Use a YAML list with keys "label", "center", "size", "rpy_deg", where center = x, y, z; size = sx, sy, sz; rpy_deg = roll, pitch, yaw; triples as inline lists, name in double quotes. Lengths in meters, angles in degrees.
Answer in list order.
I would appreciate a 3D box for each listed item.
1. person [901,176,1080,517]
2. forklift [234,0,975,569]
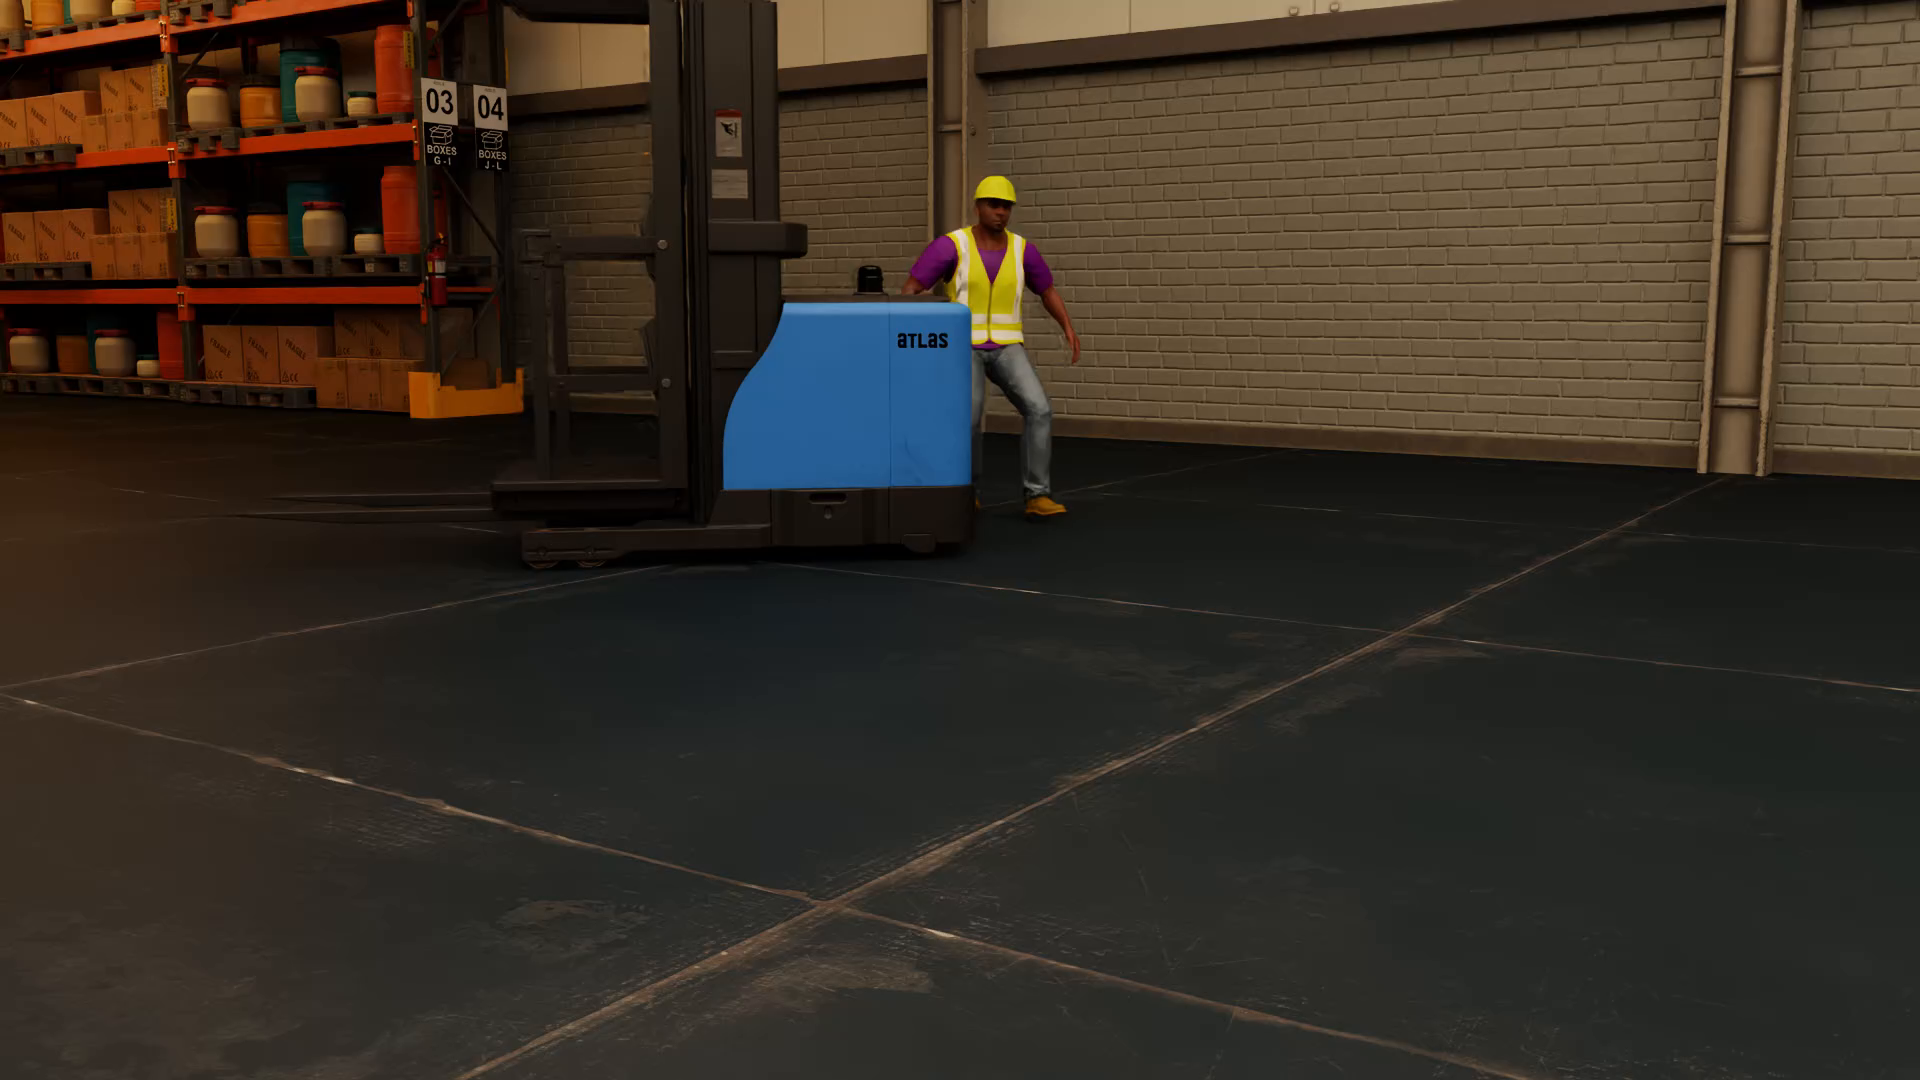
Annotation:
- label: "person"
  center: [0.181, -0.952, 8.207]
  size: [0.943, 1.679, 0.717]
  rpy_deg: [-2, 8, -14]
- label: "forklift"
  center: [-1.499, -1.411, 7.115]
  size: [3.031, 2.935, 1.130]
  rpy_deg: [-1, 8, -9]
